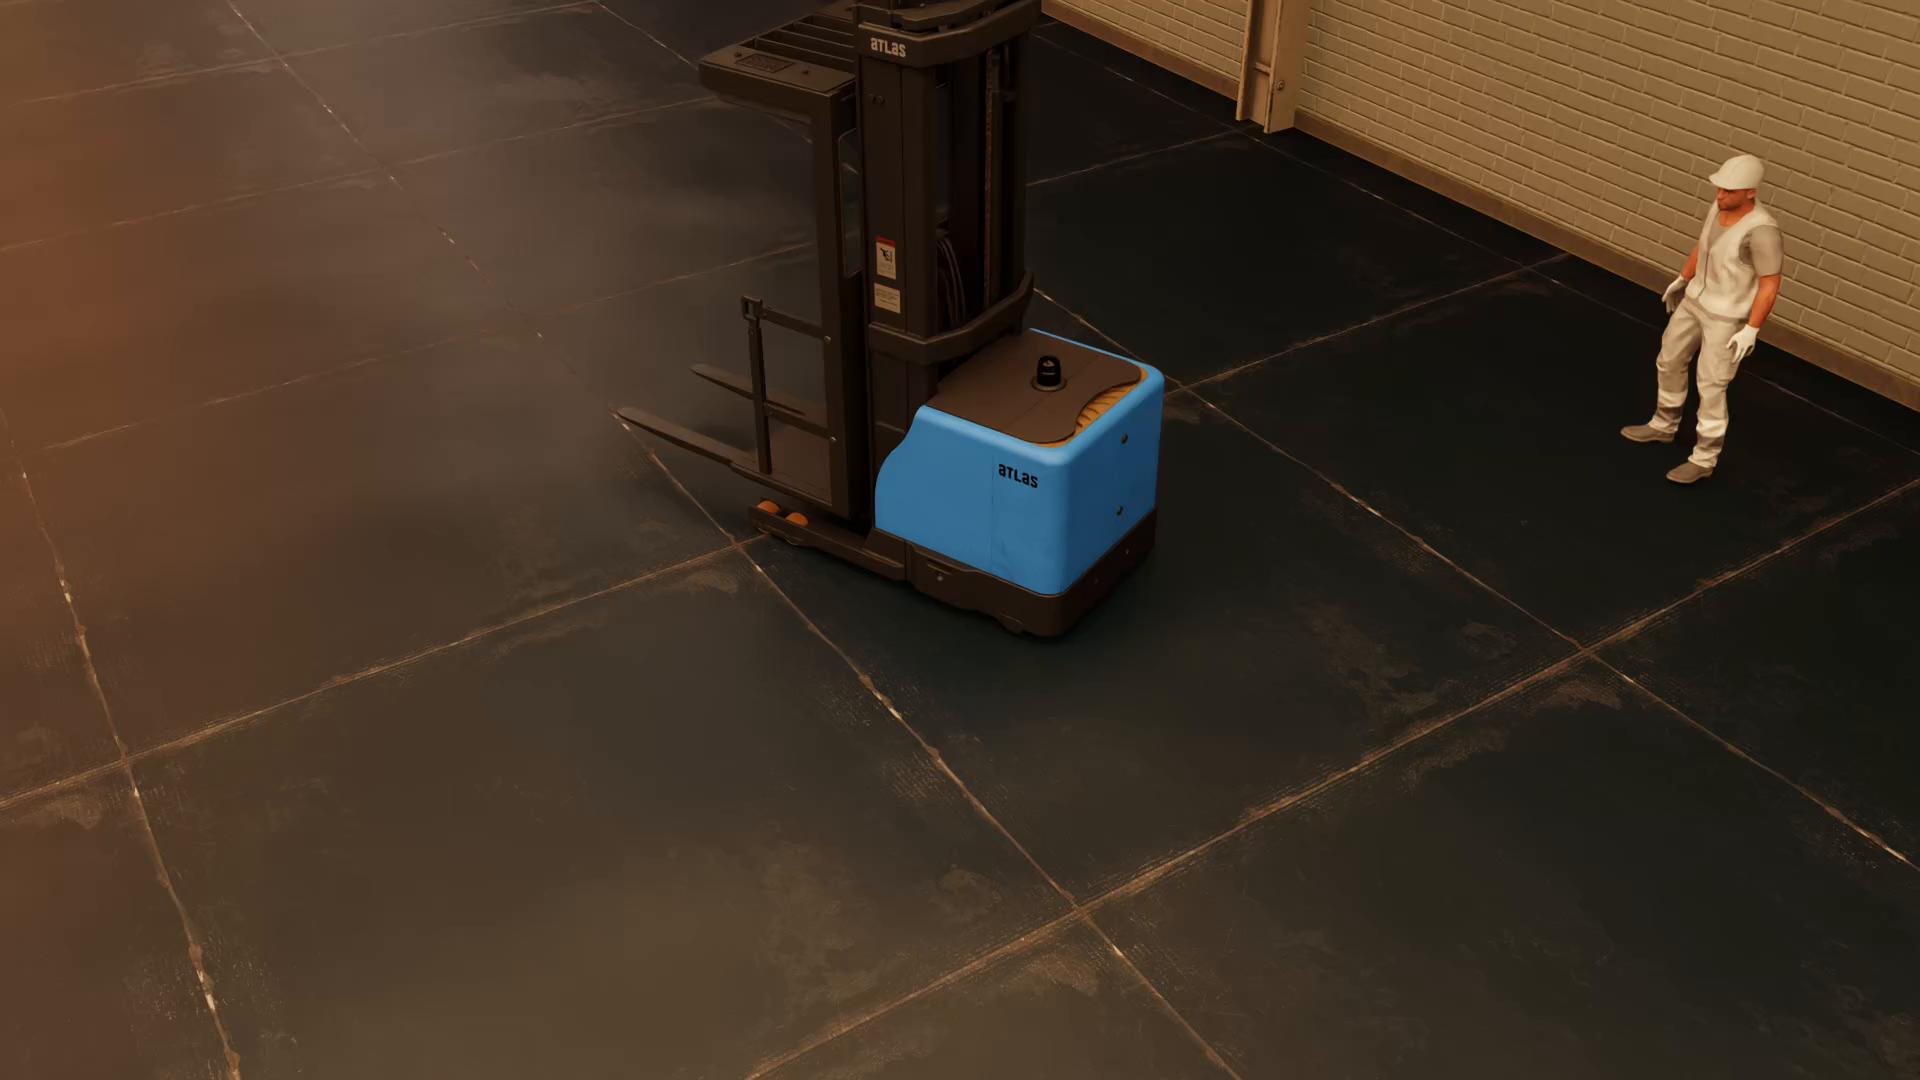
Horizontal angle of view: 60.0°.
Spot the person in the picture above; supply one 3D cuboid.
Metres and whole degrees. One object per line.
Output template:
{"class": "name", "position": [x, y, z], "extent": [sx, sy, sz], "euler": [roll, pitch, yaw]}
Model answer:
{"class": "person", "position": [4.003, -1.227, 8.900], "extent": [0.452, 1.778, 0.672], "euler": [-8, 36, -11]}

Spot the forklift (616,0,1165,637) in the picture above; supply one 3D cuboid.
{"class": "forklift", "position": [-0.500, -1.399, 8.138], "extent": [3.031, 2.935, 1.130], "euler": [22, 41, 28]}
